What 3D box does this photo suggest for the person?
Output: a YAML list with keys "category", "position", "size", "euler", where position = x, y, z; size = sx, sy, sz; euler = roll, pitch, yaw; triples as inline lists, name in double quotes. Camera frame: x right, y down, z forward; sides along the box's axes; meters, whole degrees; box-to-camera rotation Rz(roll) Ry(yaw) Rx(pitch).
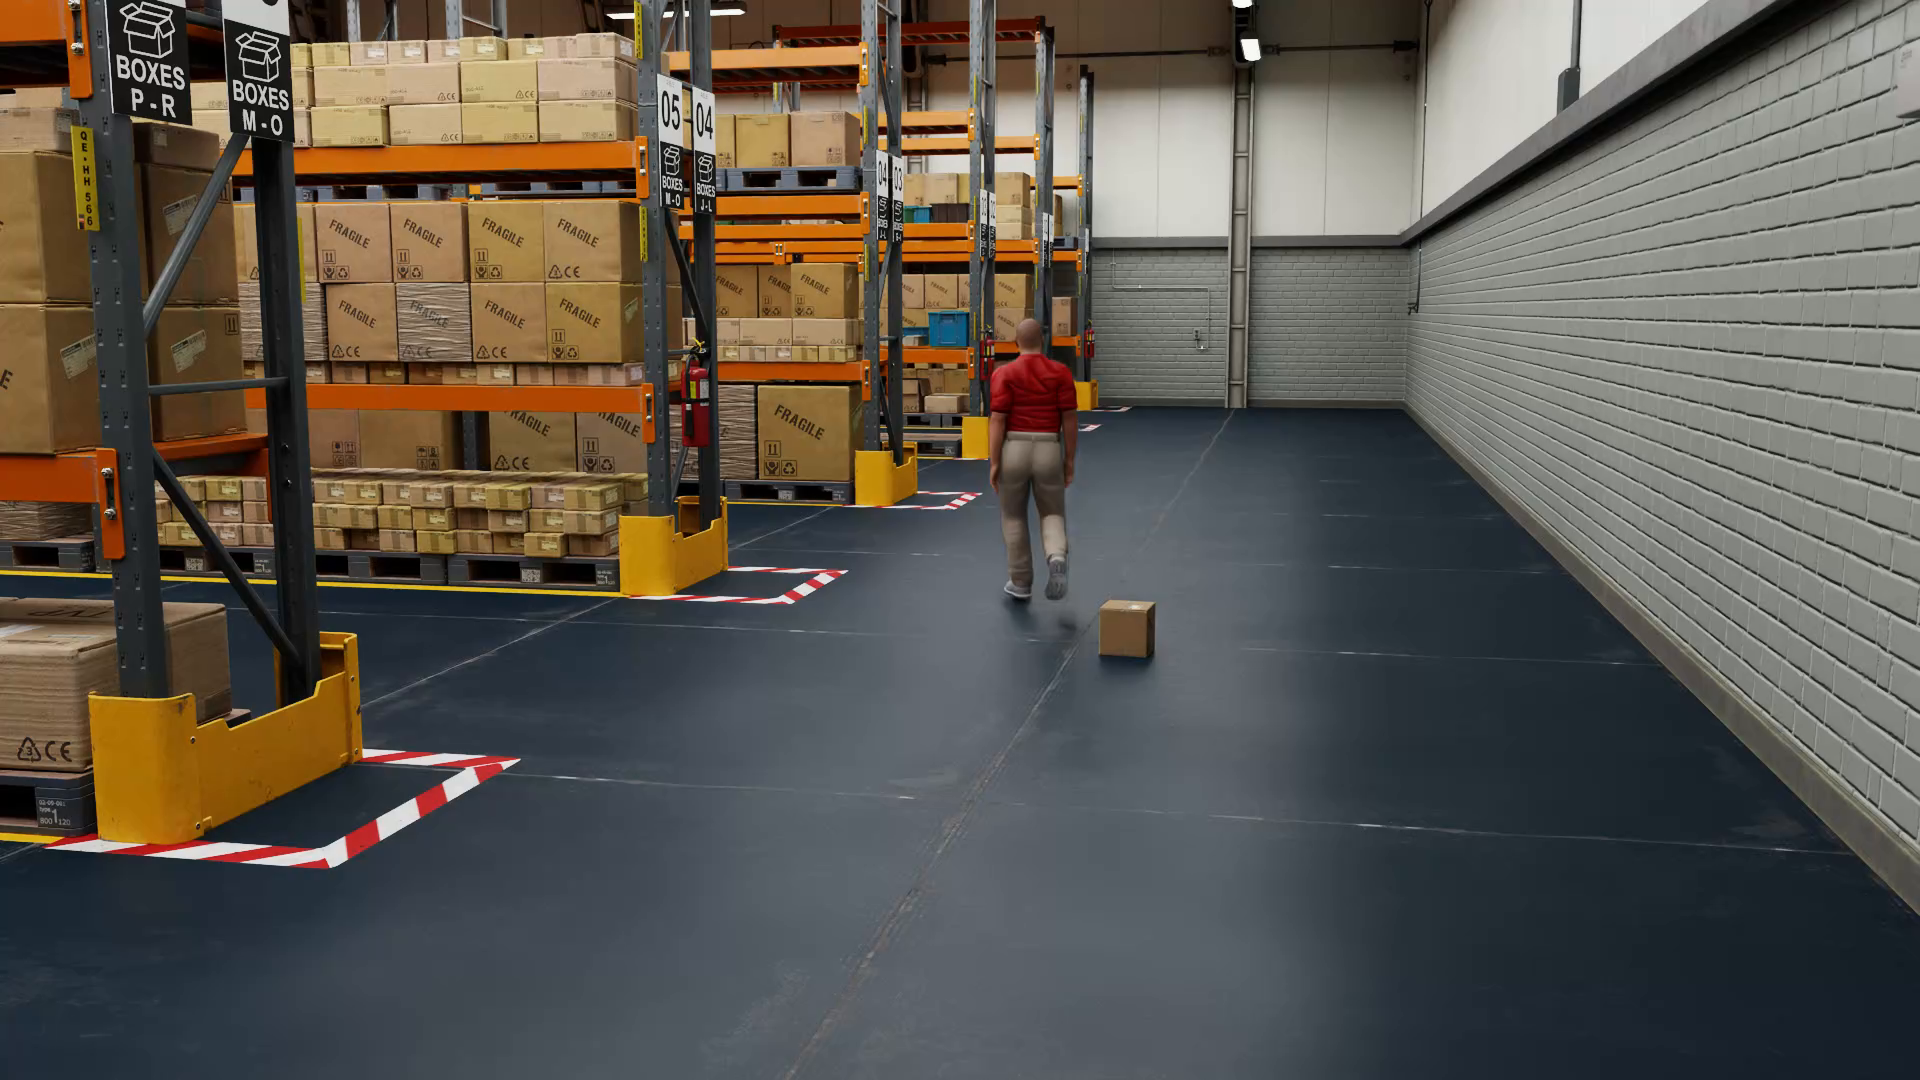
- category: "person"
  position: [0.441, -0.477, 10.013]
  size: [0.539, 1.696, 0.694]
  euler: [-1, 8, -6]
